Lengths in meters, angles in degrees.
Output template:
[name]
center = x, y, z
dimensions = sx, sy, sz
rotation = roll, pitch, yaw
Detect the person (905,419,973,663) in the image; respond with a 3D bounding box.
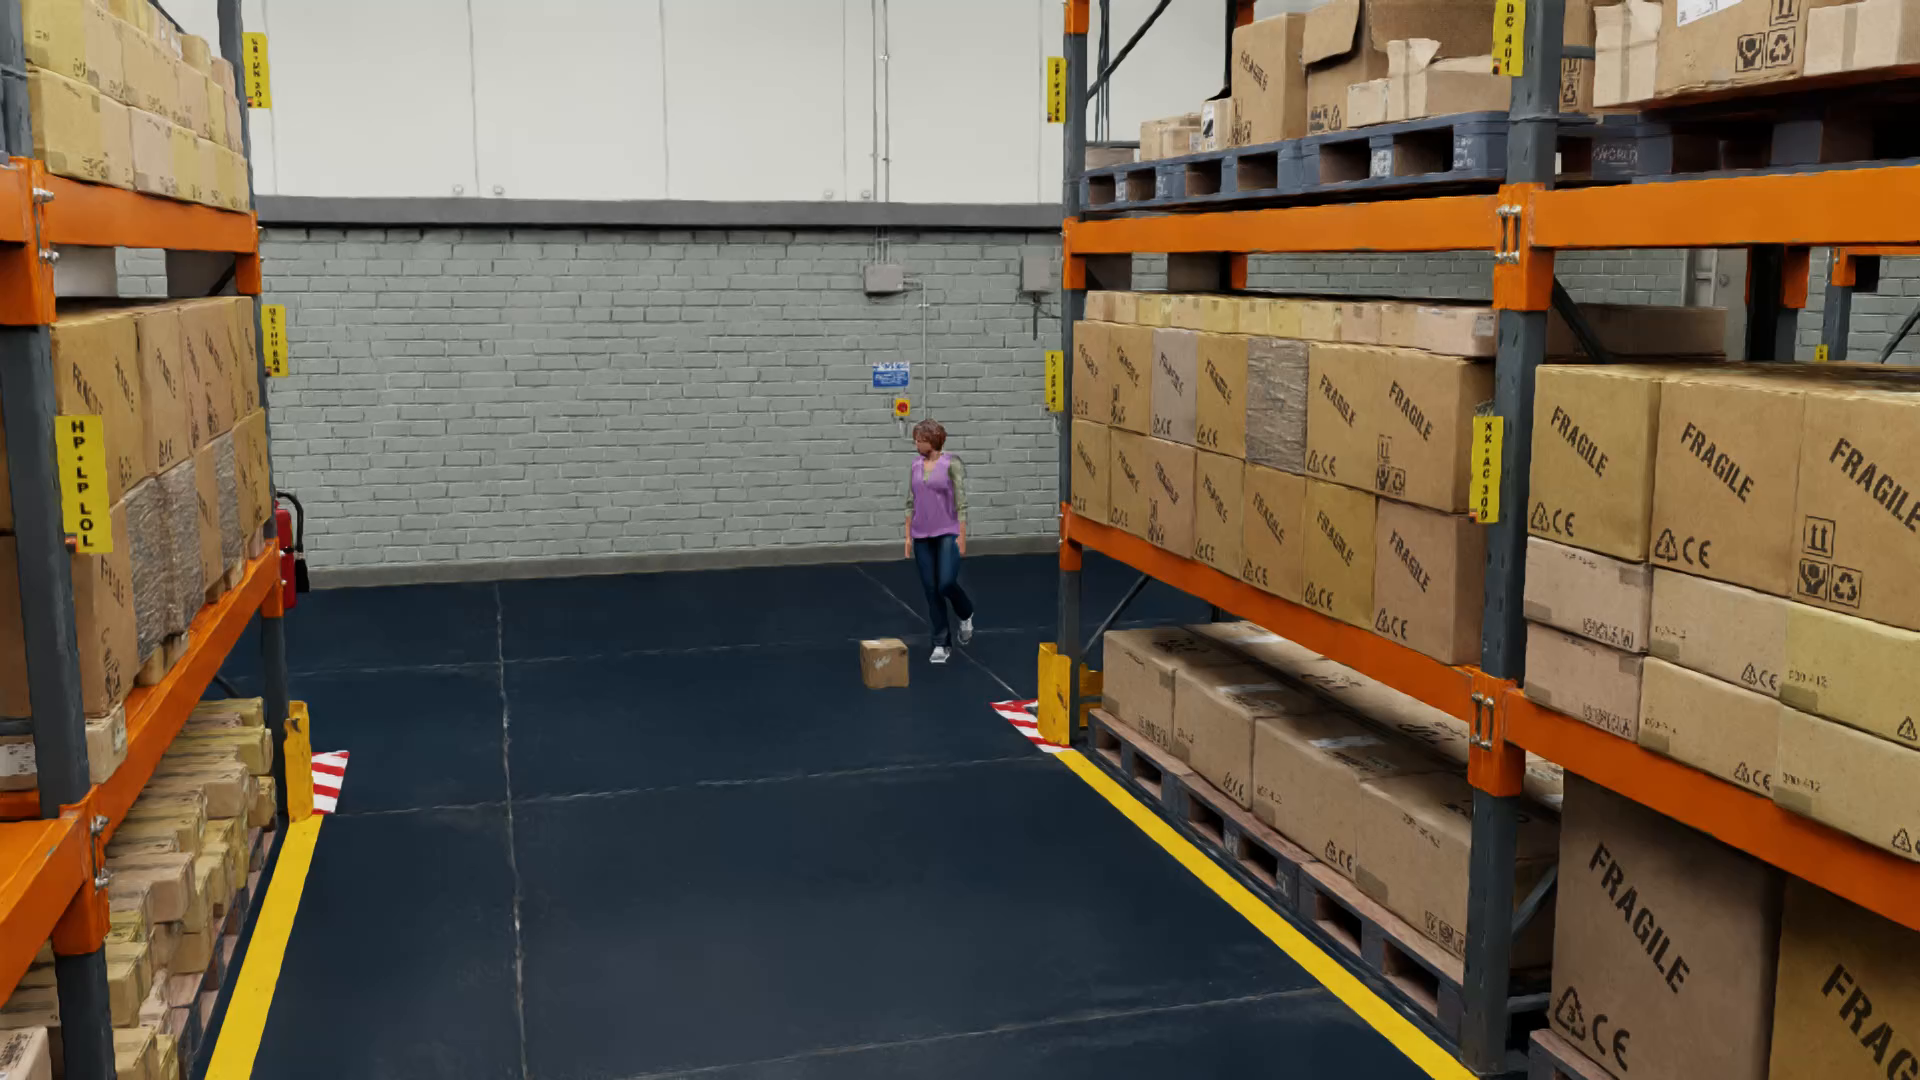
[person]
center = -0.162, -0.001, 10.966
dimensions = 0.452, 1.576, 0.483
rotation = 4, 10, 23
